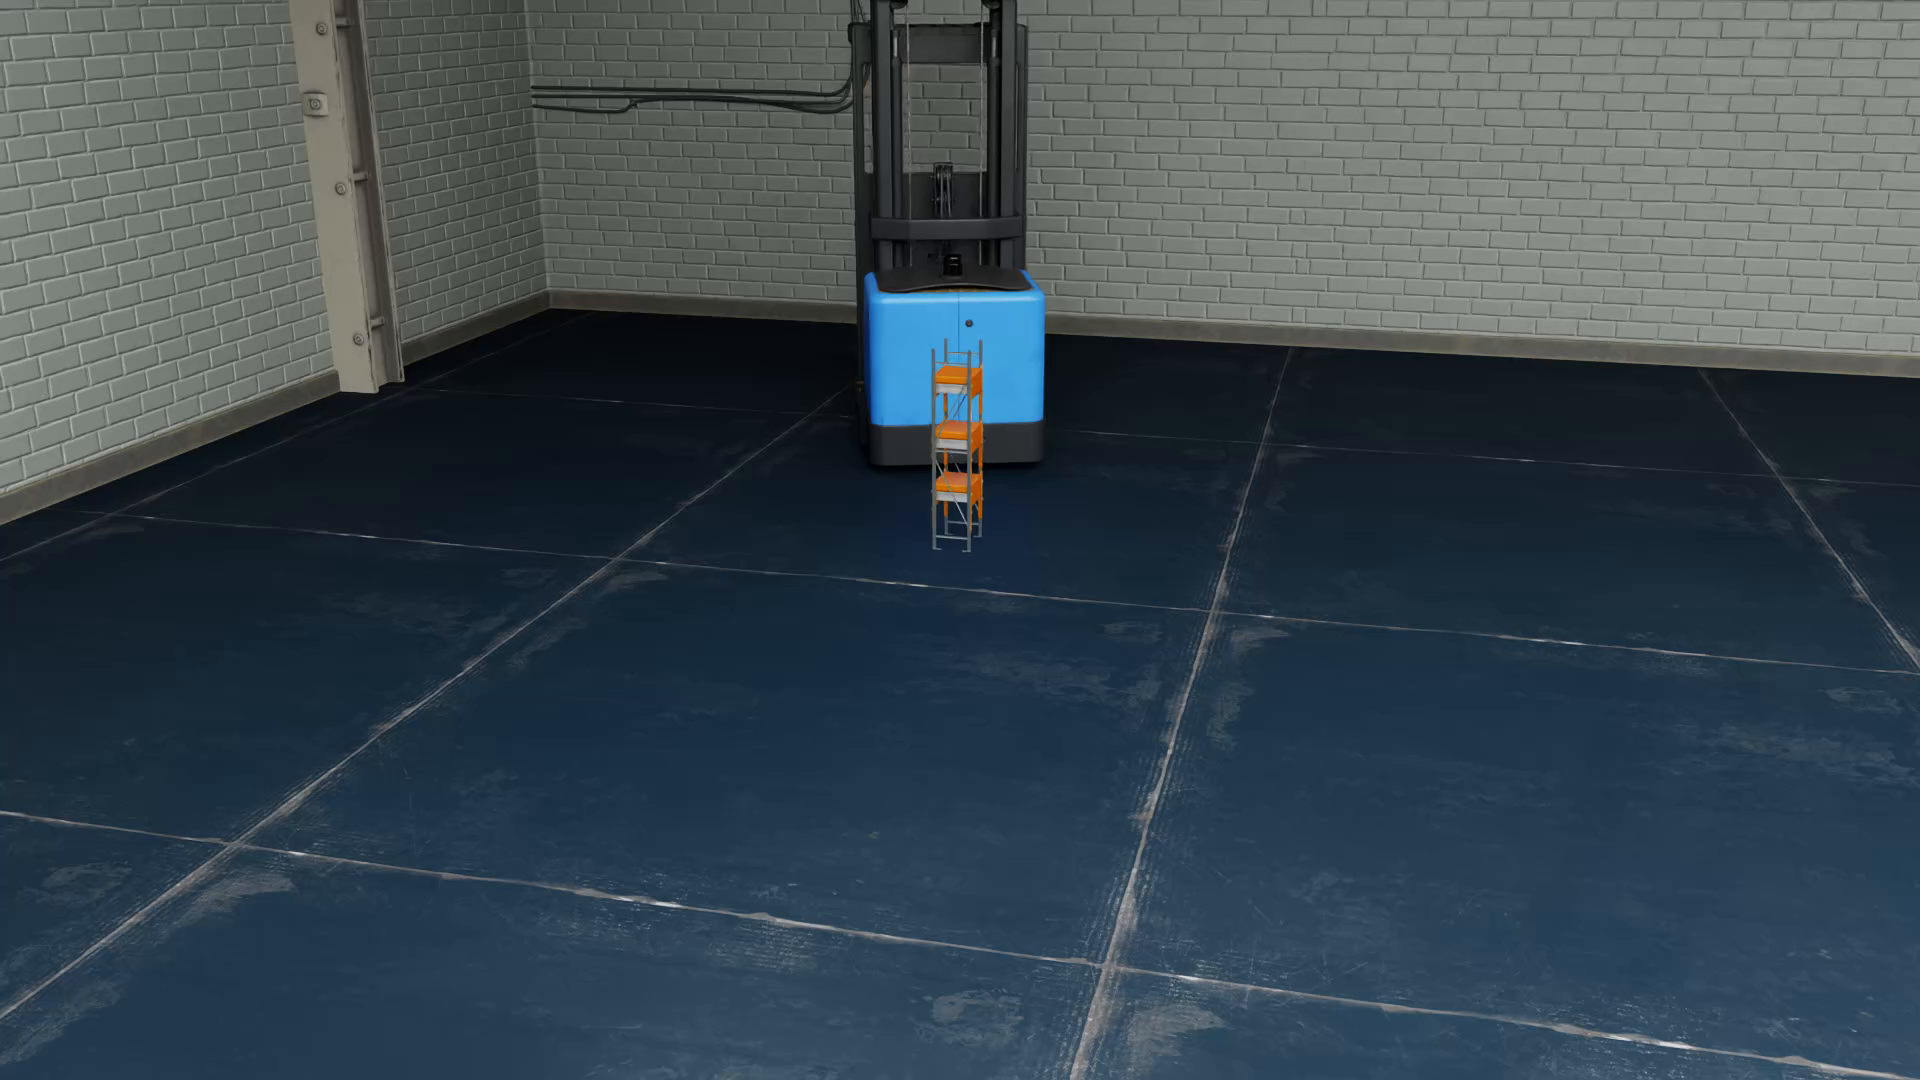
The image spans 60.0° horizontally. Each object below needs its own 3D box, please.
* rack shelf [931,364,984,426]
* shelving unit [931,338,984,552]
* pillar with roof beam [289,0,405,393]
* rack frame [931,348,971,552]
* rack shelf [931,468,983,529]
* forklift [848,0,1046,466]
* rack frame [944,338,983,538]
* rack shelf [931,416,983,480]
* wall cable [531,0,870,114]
[{"bbox_3d":[-0.013,-0.739,8.380,0.215,0.259,0.240,5,19,13],"label":"rack shelf"},{"bbox_3d":[-0.013,-0.480,8.469,0.215,1.050,0.252,5,19,13],"label":"shelving unit"},{"bbox_3d":[-0.048,-5.025,9.478,9.100,9.000,0.400,5,19,13],"label":"pillar with roof beam"},{"bbox_3d":[-0.043,-0.442,8.357,0.200,1.050,0.008,5,19,13],"label":"rack frame"},{"bbox_3d":[-0.013,-0.207,8.562,0.215,0.259,0.240,5,19,13],"label":"rack shelf"},{"bbox_3d":[-0.147,-2.252,10.747,1.130,2.935,3.031,-2,19,-5],"label":"forklift"},{"bbox_3d":[0.017,-0.518,8.581,0.200,1.050,0.008,5,19,13],"label":"rack frame"},{"bbox_3d":[-0.013,-0.470,8.472,0.215,0.259,0.240,5,19,13],"label":"rack shelf"},{"bbox_3d":[-2.221,-4.715,13.373,3.097,2.526,0.112,5,19,13],"label":"wall cable"}]
